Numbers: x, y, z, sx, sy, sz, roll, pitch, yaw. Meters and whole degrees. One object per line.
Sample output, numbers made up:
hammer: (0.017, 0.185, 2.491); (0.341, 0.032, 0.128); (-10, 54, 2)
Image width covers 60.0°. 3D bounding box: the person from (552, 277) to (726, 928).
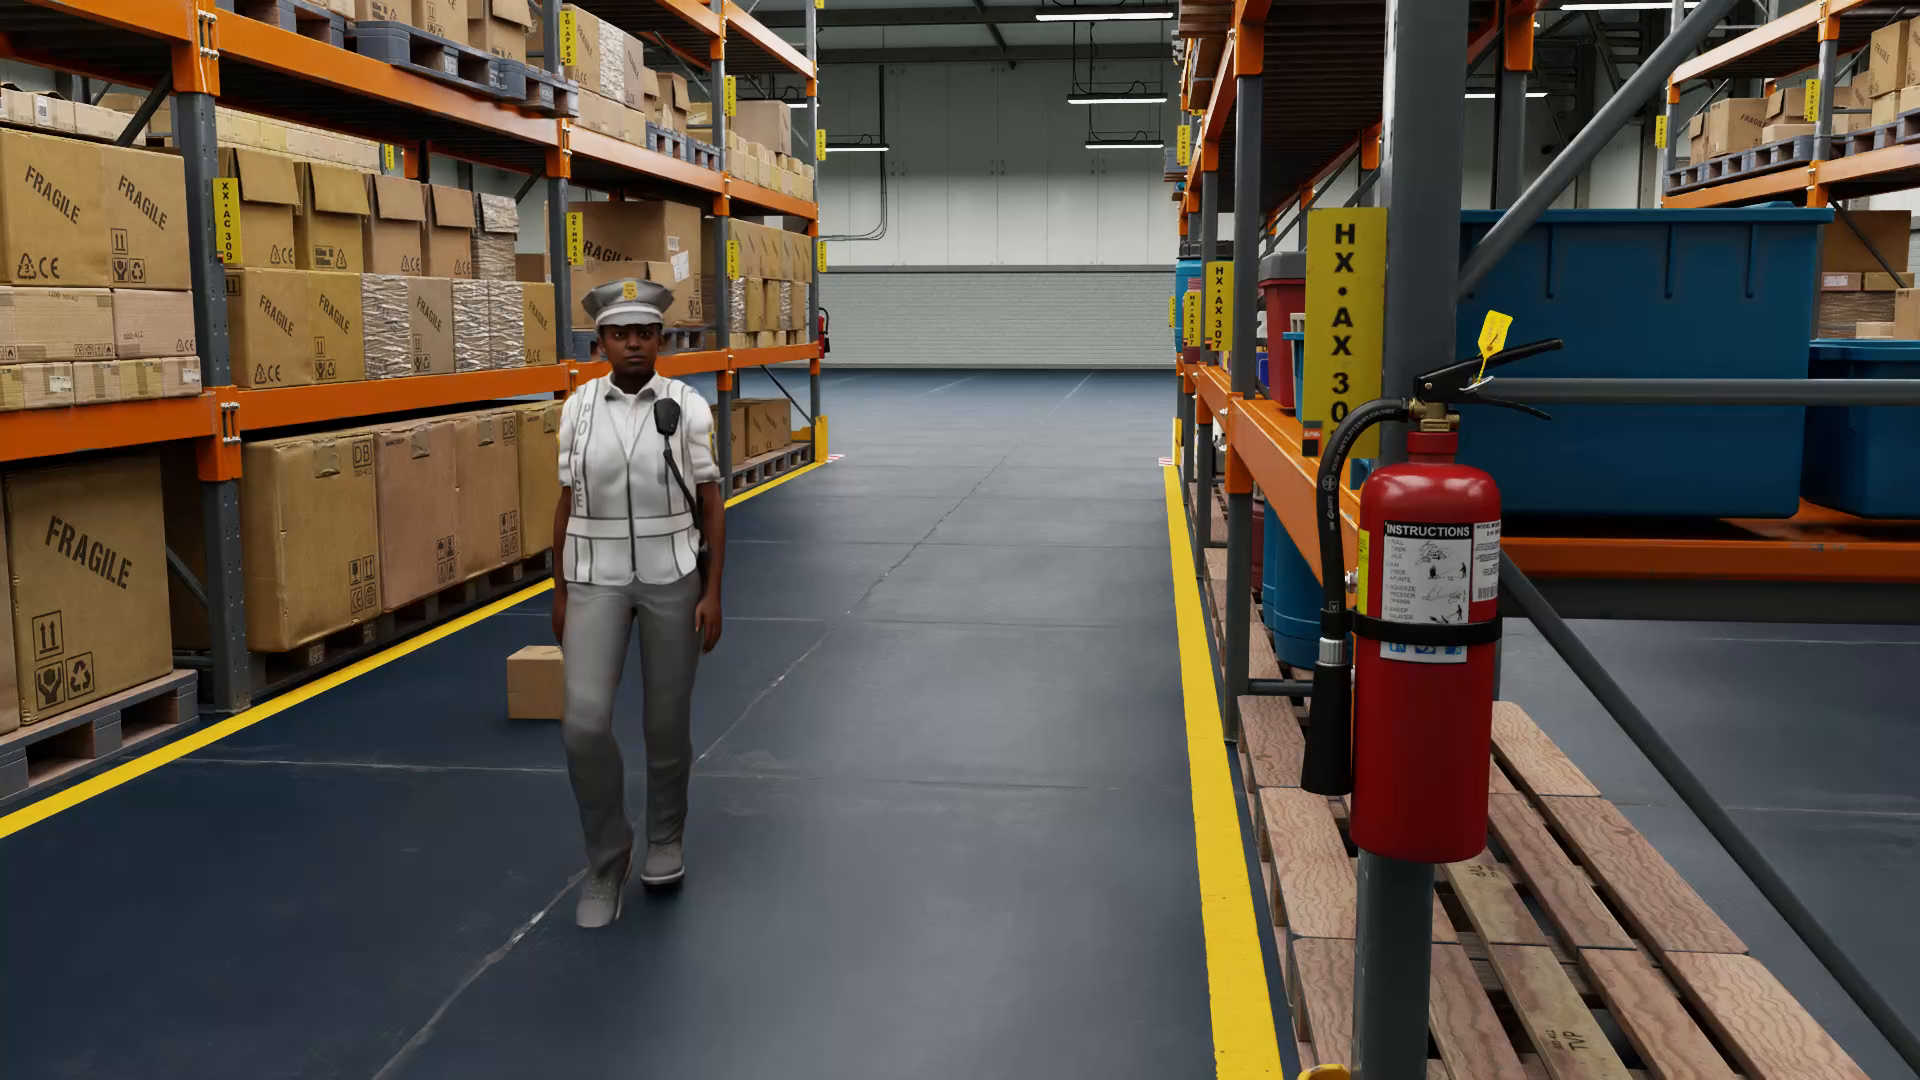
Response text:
person: (-0.880, 0.172, 4.542); (0.483, 1.750, 0.516); (-1, 8, -9)
